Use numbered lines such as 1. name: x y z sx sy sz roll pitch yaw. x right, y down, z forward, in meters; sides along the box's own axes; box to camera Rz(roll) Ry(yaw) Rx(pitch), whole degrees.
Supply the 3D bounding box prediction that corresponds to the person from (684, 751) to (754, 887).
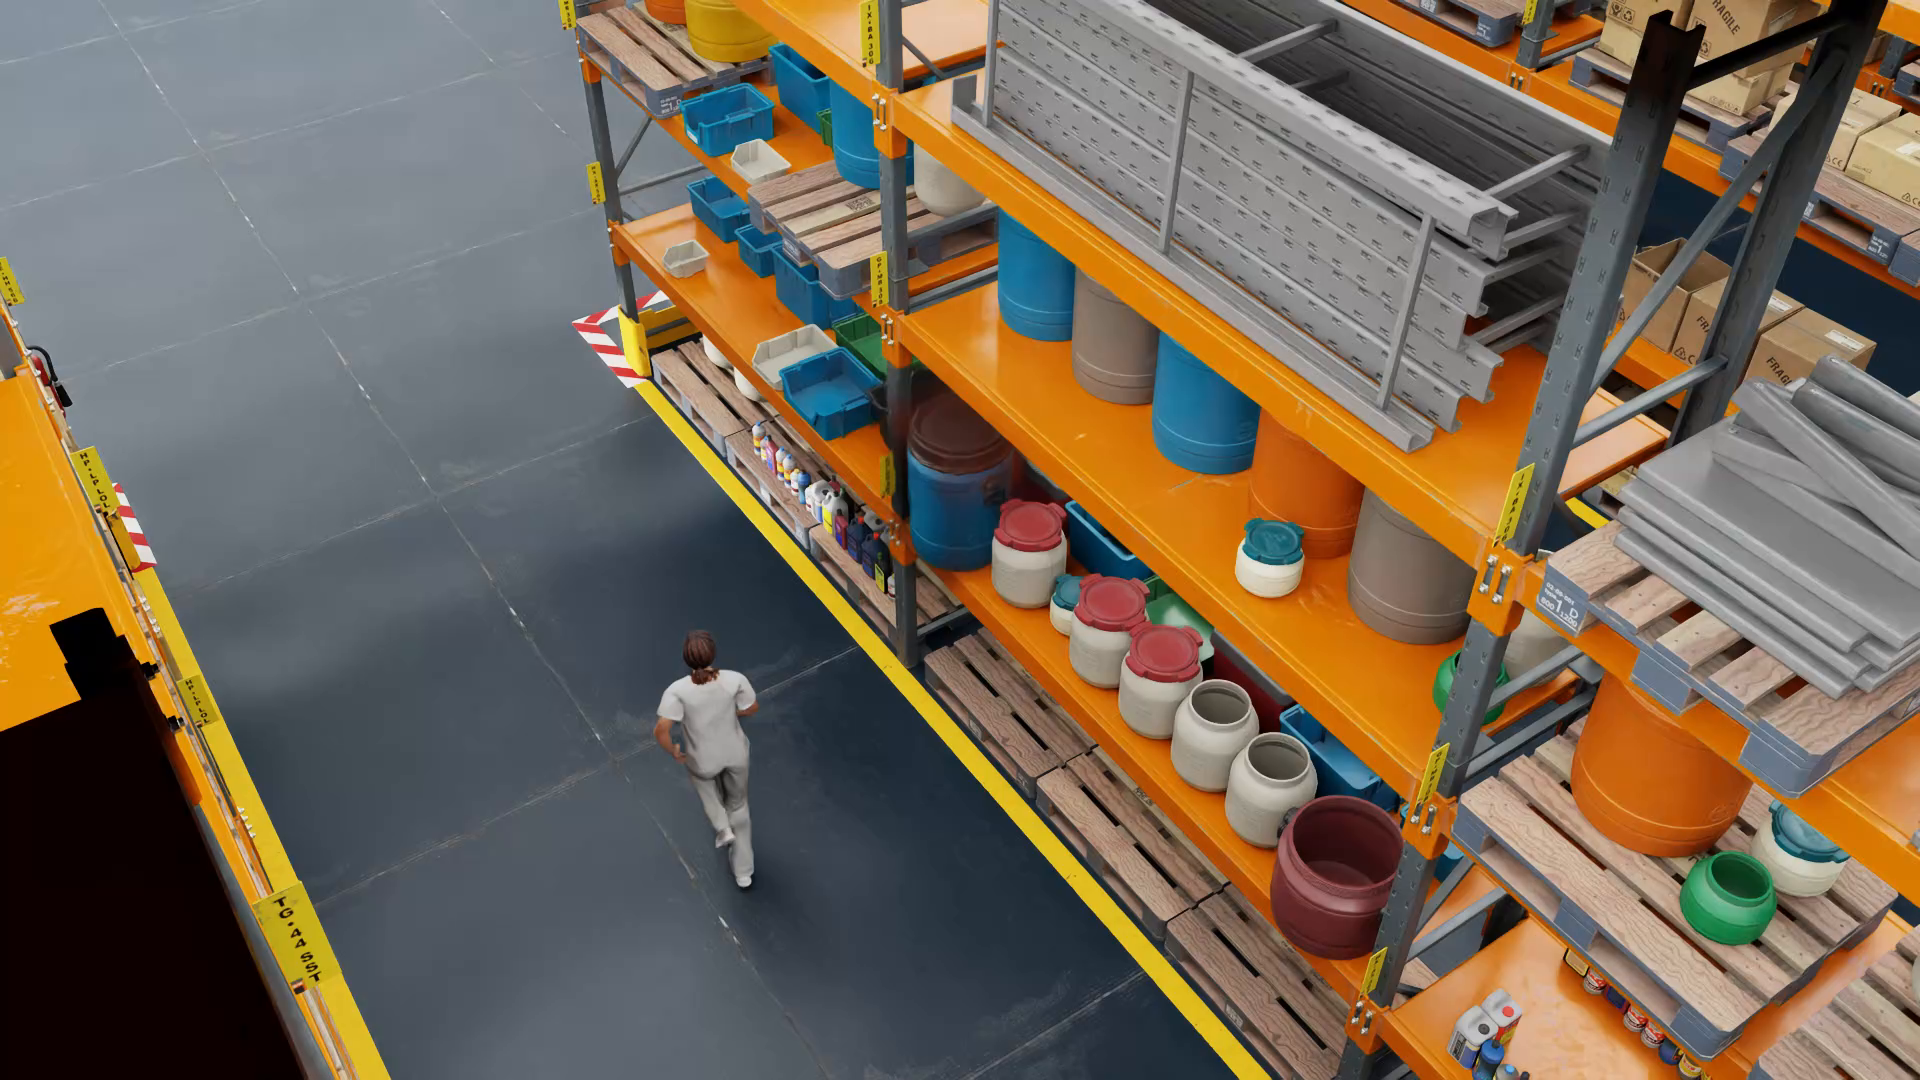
1. person: -1.341 1.389 9.424 0.348 1.129 0.671 -16 45 -17
